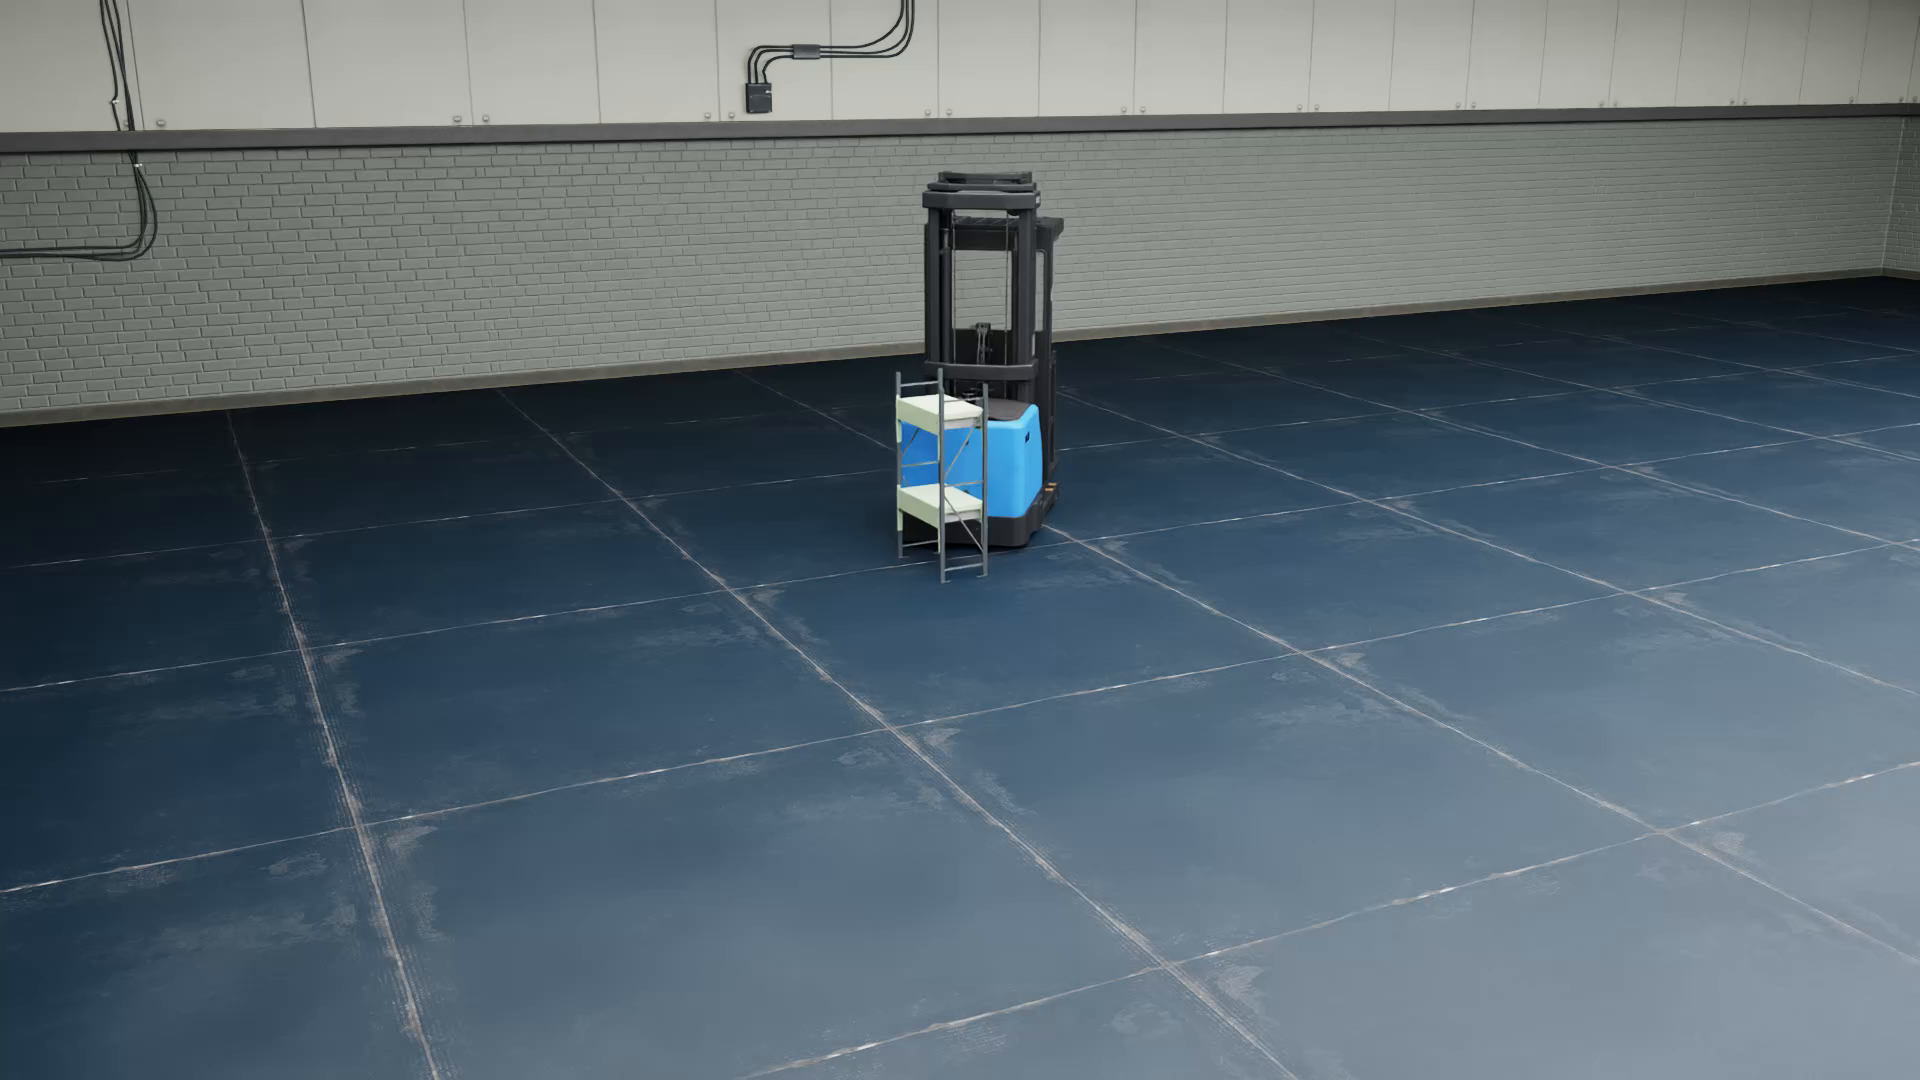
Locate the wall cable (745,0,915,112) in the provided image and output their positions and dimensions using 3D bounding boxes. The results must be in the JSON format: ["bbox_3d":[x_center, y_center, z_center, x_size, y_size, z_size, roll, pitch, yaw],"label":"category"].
[{"bbox_3d":[-1.599,-8.344,20.348,2.305,6.003,0.169,-8,18,-25],"label":"wall cable"}]

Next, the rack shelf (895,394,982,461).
[{"bbox_3d":[-0.145,-0.880,12.682,0.431,0.370,0.720,-8,18,-27],"label":"rack shelf"}]

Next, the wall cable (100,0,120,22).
[{"bbox_3d":[-7.708,-6.828,17.704,3.097,2.526,0.112,-8,18,-25],"label":"wall cable"}]

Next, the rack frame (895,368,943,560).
[{"bbox_3d":[-0.317,-0.594,13.101,0.400,1.500,0.023,-8,18,-27],"label":"rack frame"}]

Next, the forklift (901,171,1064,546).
[{"bbox_3d":[0.288,-1.720,14.431,1.130,2.935,3.031,3,16,11],"label":"forklift"}]

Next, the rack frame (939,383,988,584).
[{"bbox_3d":[0.026,-0.415,12.479,0.400,1.500,0.023,-8,18,-27],"label":"rack frame"}]

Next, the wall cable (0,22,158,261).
[{"bbox_3d":[-10.140,-4.074,17.261,3.097,2.526,0.112,-8,18,-25],"label":"wall cable"}]

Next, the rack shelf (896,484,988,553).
[{"bbox_3d":[-0.145,-0.191,12.880,0.431,0.370,0.720,-8,18,-27],"label":"rack shelf"}]

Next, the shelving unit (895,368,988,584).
[{"bbox_3d":[-0.145,-0.505,12.790,0.431,1.500,0.755,-8,18,-27],"label":"shelving unit"}]
